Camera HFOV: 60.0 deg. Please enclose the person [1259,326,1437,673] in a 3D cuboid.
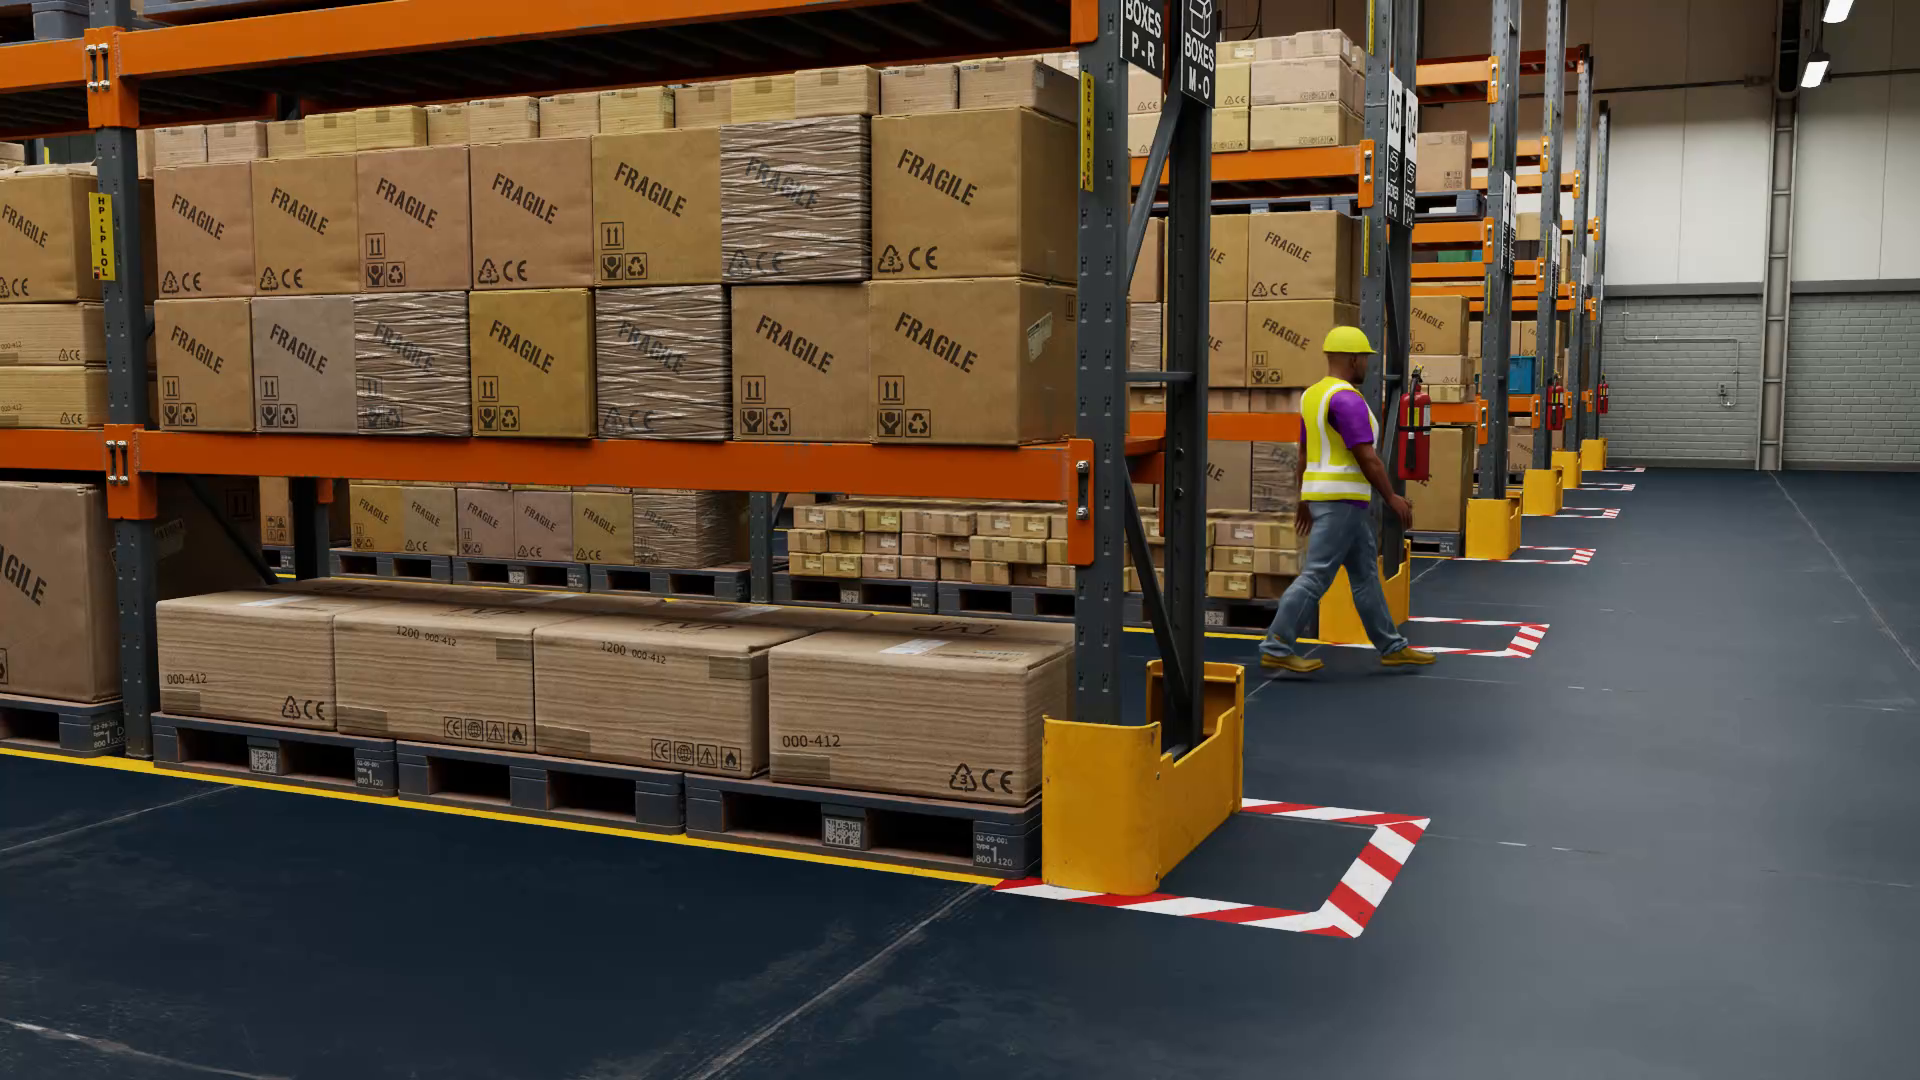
[{"bbox_3d":[1.975,-0.204,8.321,0.958,1.719,0.588,0,6,-2],"label":"person"}]
